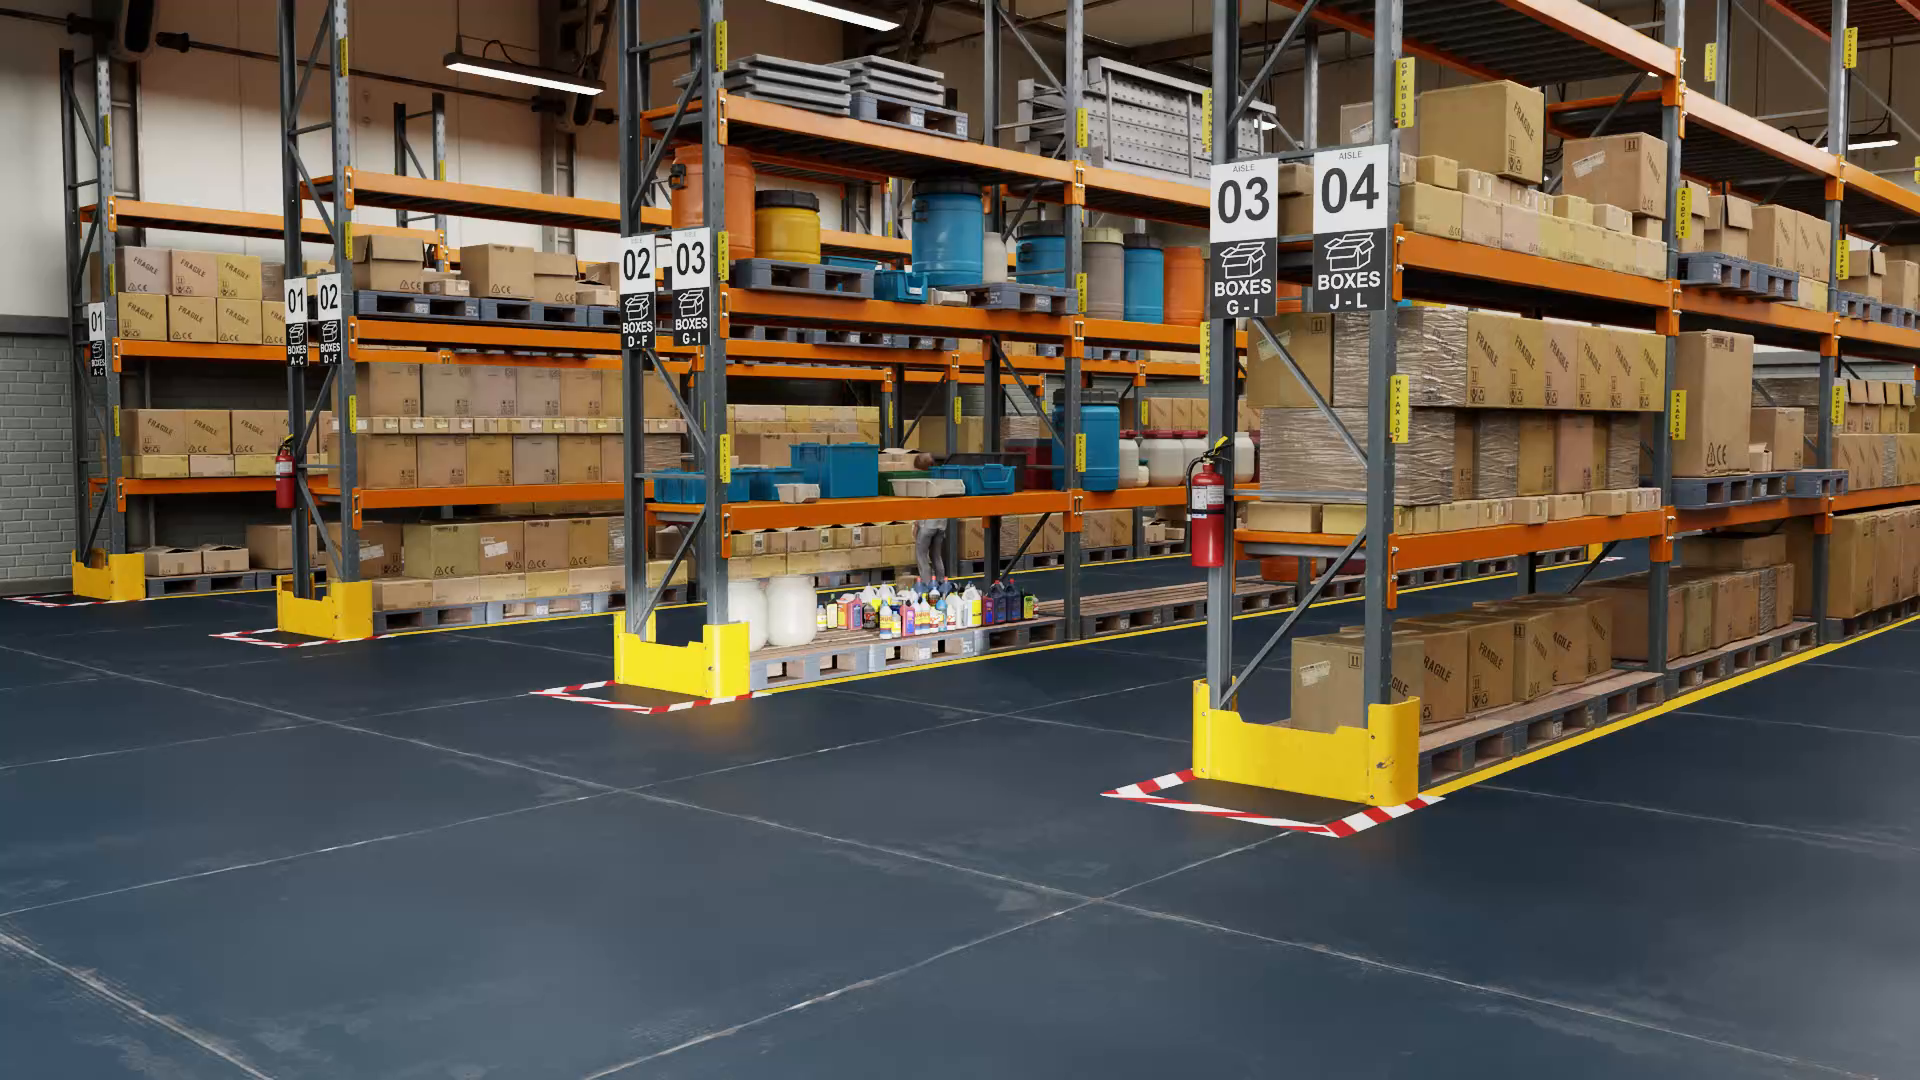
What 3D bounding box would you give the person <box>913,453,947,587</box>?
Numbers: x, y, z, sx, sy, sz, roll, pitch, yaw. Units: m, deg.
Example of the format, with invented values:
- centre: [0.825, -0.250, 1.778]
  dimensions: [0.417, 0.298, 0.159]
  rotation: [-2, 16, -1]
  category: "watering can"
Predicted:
- centre: [-0.339, -0.137, 17.821]
  dimensions: [0.374, 1.593, 0.485]
  rotation: [3, 5, 38]
  category: "person"
